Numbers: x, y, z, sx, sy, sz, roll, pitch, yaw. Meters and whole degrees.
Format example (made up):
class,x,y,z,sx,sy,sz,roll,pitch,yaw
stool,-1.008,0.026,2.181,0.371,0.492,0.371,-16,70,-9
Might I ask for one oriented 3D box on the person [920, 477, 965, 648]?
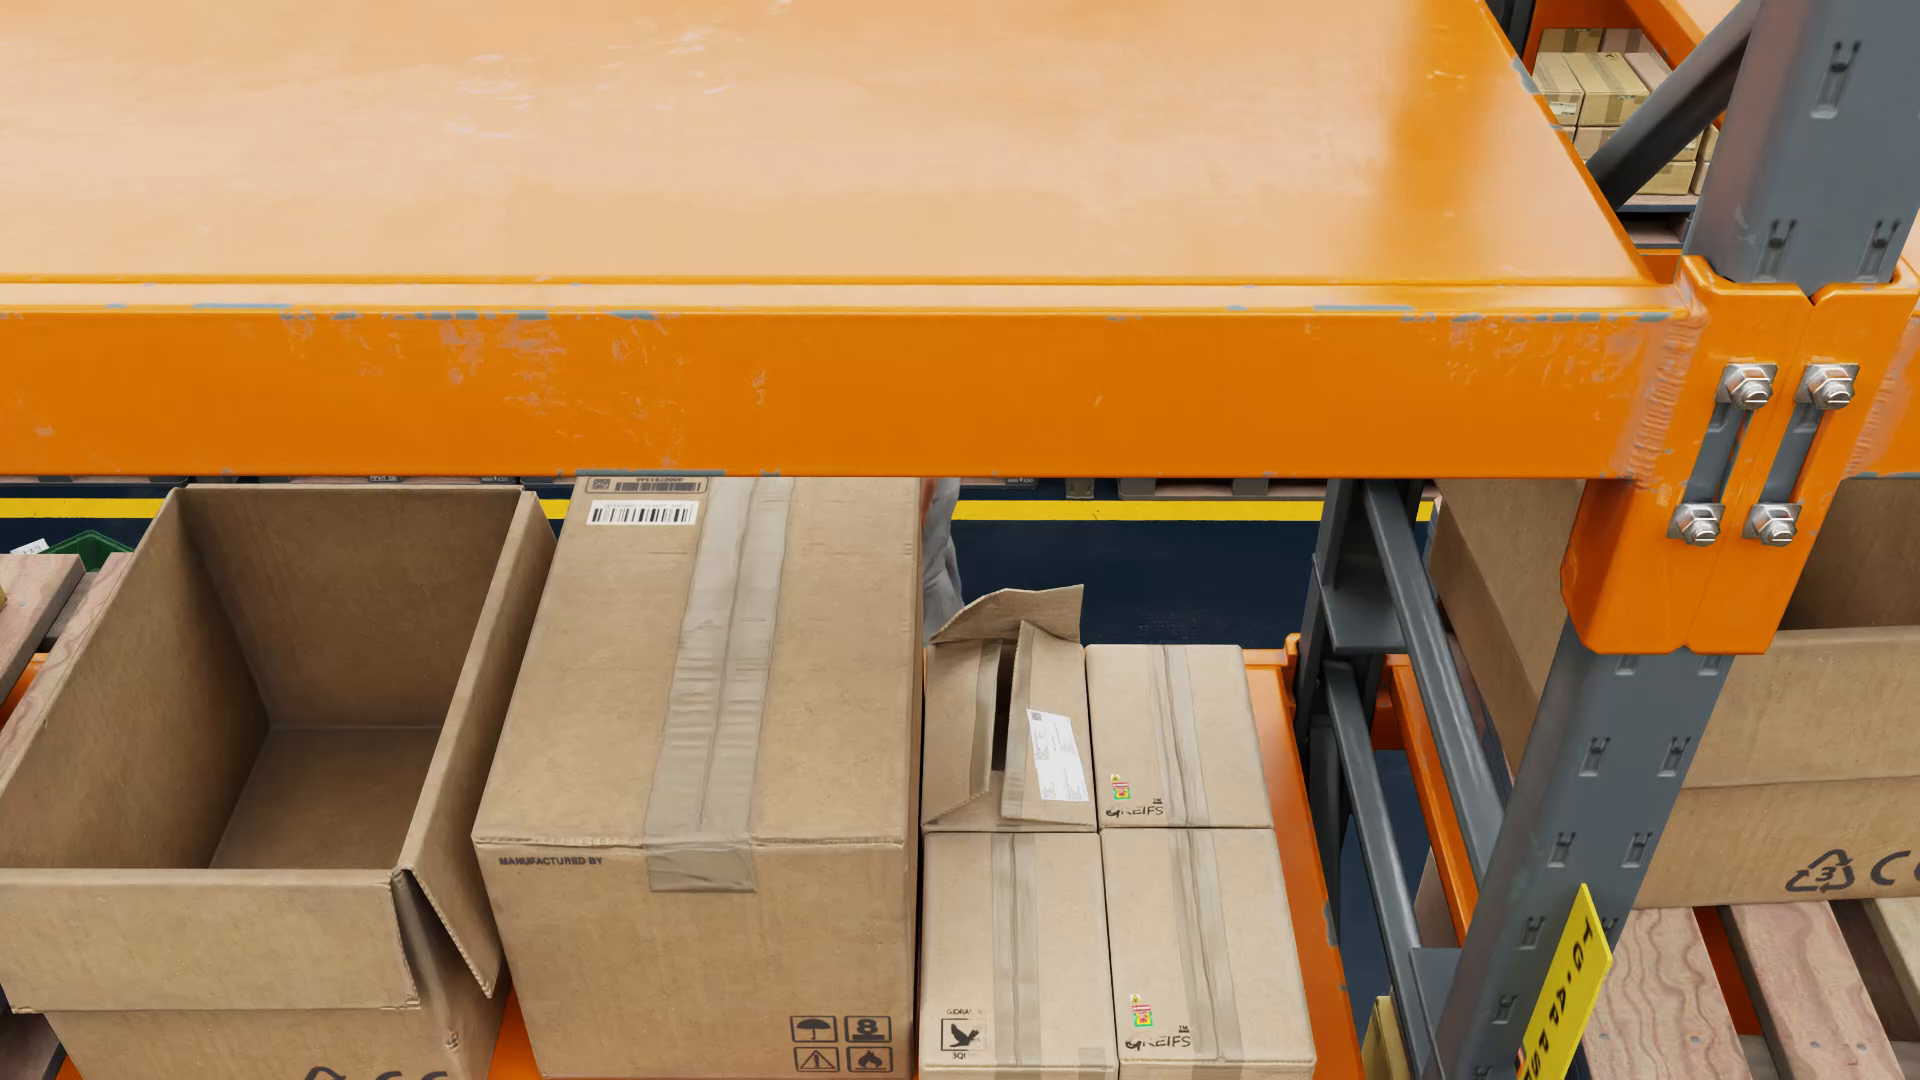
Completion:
class,x,y,z,sx,sy,sz,roll,pitch,yaw
person,-0.113,-0.222,6.430,0.359,1.668,0.436,1,40,1
